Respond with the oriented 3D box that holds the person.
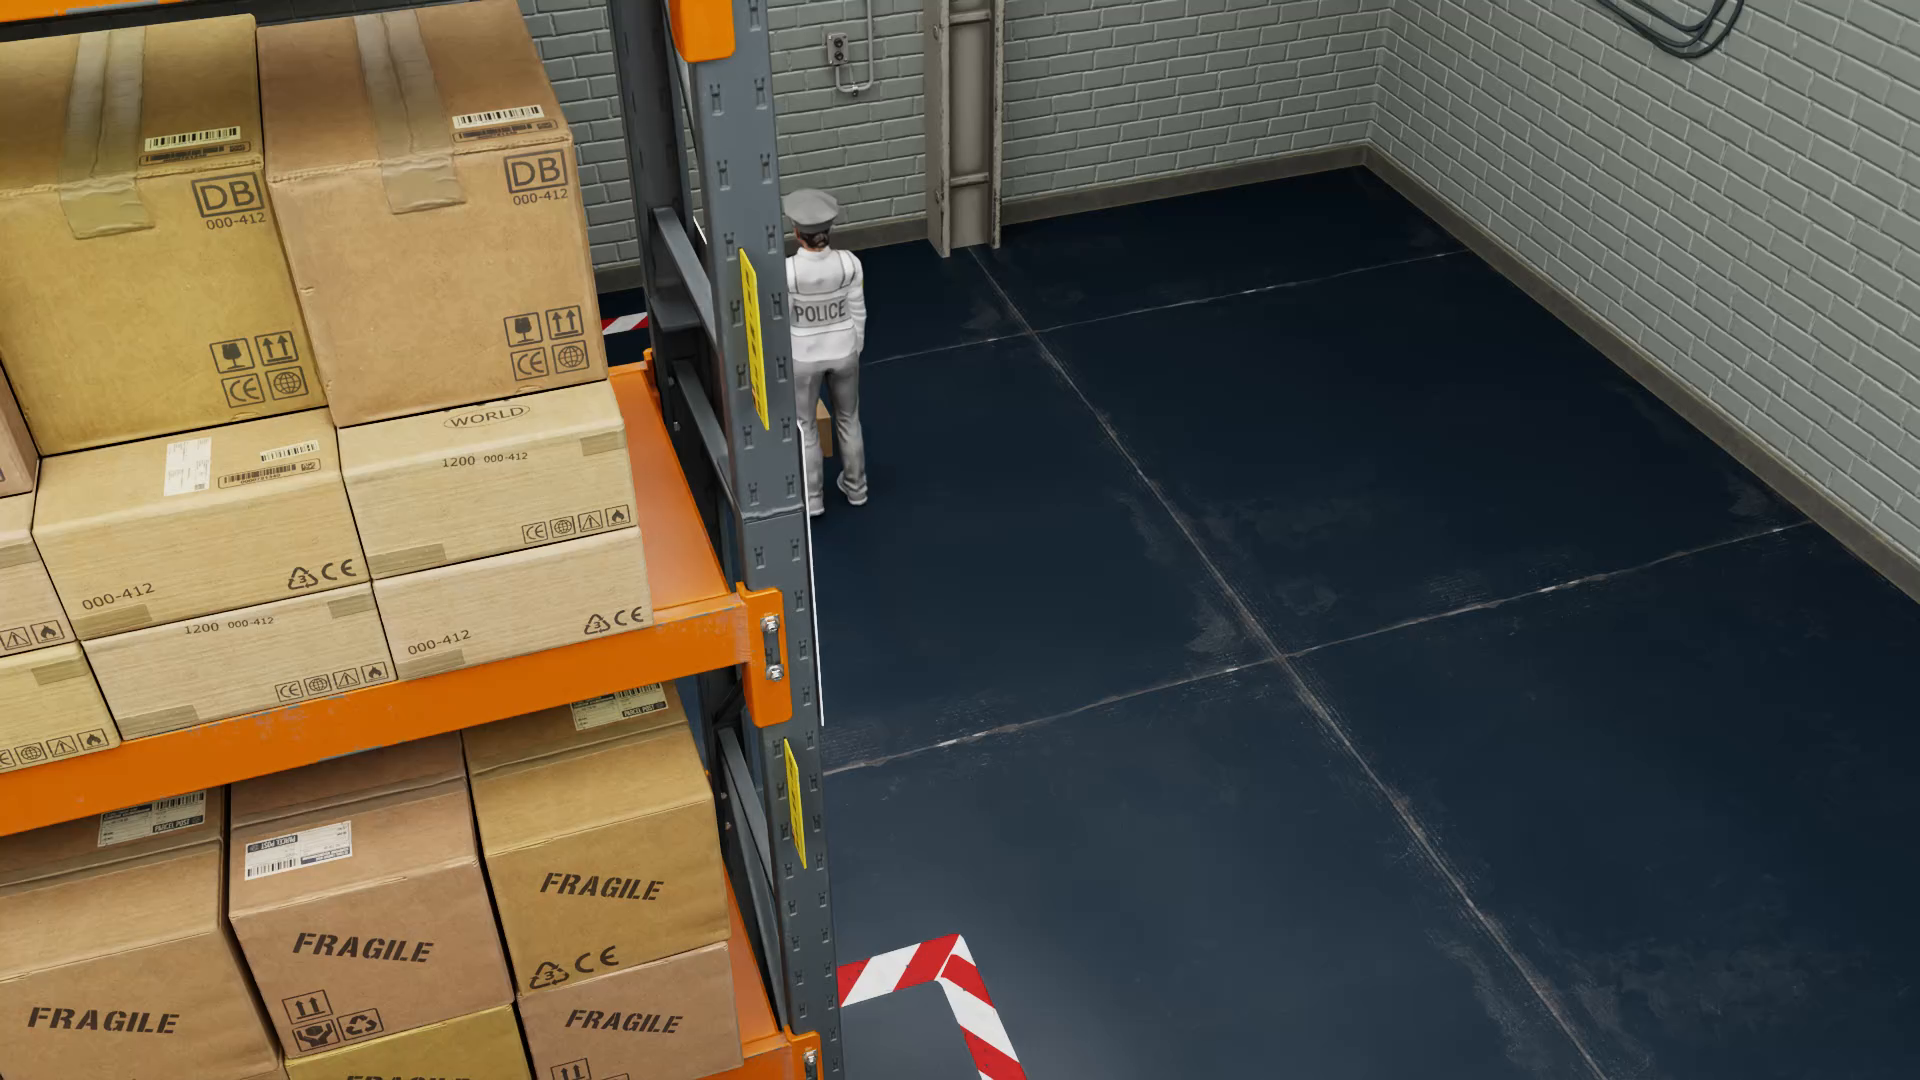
[{"bbox_3d":[-0.677,-0.868,7.906,0.468,1.684,0.328,-12,39,-15],"label":"person"}]
